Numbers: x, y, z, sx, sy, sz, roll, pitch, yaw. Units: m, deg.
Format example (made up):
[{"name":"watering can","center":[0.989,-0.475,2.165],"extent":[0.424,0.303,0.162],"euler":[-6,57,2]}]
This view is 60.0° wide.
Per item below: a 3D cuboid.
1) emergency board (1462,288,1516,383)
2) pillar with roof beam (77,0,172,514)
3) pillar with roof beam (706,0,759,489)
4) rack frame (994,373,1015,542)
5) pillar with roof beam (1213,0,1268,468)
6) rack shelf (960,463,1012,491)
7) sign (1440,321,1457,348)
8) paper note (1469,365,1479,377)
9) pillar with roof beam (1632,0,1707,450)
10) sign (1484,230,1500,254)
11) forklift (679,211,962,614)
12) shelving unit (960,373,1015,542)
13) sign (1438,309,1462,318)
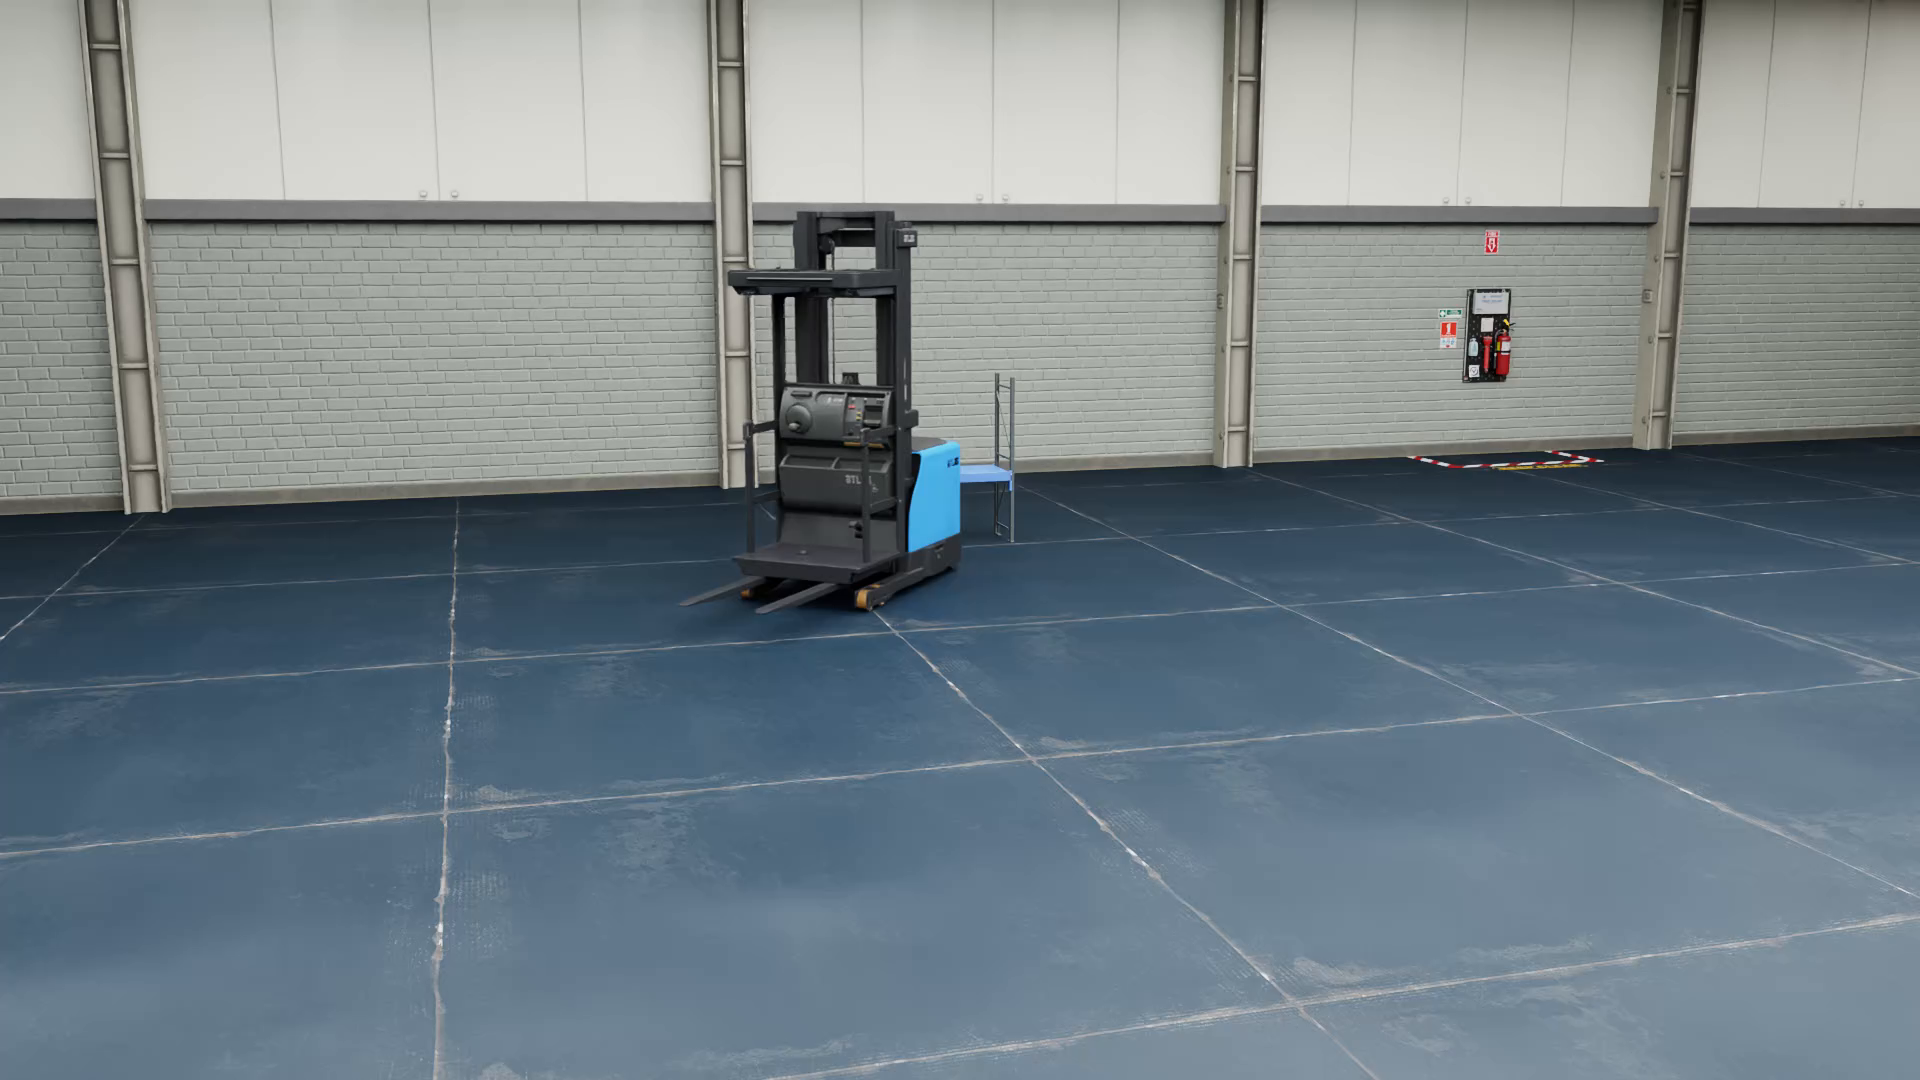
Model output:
[{"name":"emergency board","center":[6.679,-2.563,20.885],"extent":[0.643,1.169,0.194],"euler":[-3,11,-16]},{"name":"pillar with roof beam","center":[-7.017,-3.972,11.972],"extent":[0.400,9.000,9.100],"euler":[-3,11,-16]},{"name":"pillar with roof beam","center":[-1.257,-4.276,13.621],"extent":[0.400,9.000,9.100],"euler":[-3,11,-16]},{"name":"rack frame","center":[0.406,-0.759,15.230],"extent":[0.032,1.500,0.500],"euler":[-3,11,-16]},{"name":"pillar with roof beam","center":[4.504,-4.579,15.270],"extent":[0.400,9.000,9.100],"euler":[-3,11,-16]},{"name":"rack shelf","center":[-0.082,-0.556,15.123],"extent":[1.000,0.185,0.538],"euler":[-3,11,-16]},{"name":"sign","center":[6.119,-2.570,20.827],"extent":[0.234,0.329,0.001],"euler":[-3,11,-16]},{"name":"paper note","center":[6.489,-2.132,20.981],"extent":[0.142,0.148,0.016],"euler":[-3,11,-16]},{"name":"pillar with roof beam","center":[10.265,-4.883,16.920],"extent":[0.400,9.000,9.100],"euler":[-3,11,-16]},{"name":"sign","center":[6.643,-3.719,20.767],"extent":[0.199,0.298,0.001],"euler":[-3,11,-16]},{"name":"forklift","center":[-1.042,-0.999,12.583],"extent":[1.130,2.935,3.031],"euler":[5,11,23]},{"name":"shelving unit","center":[-0.082,-0.733,15.091],"extent":[1.048,1.500,0.538],"euler":[-3,11,-16]},{"name":"sign","center":[6.126,-2.829,20.772],"extent":[0.331,0.109,0.001],"euler":[-3,11,-16]}]
